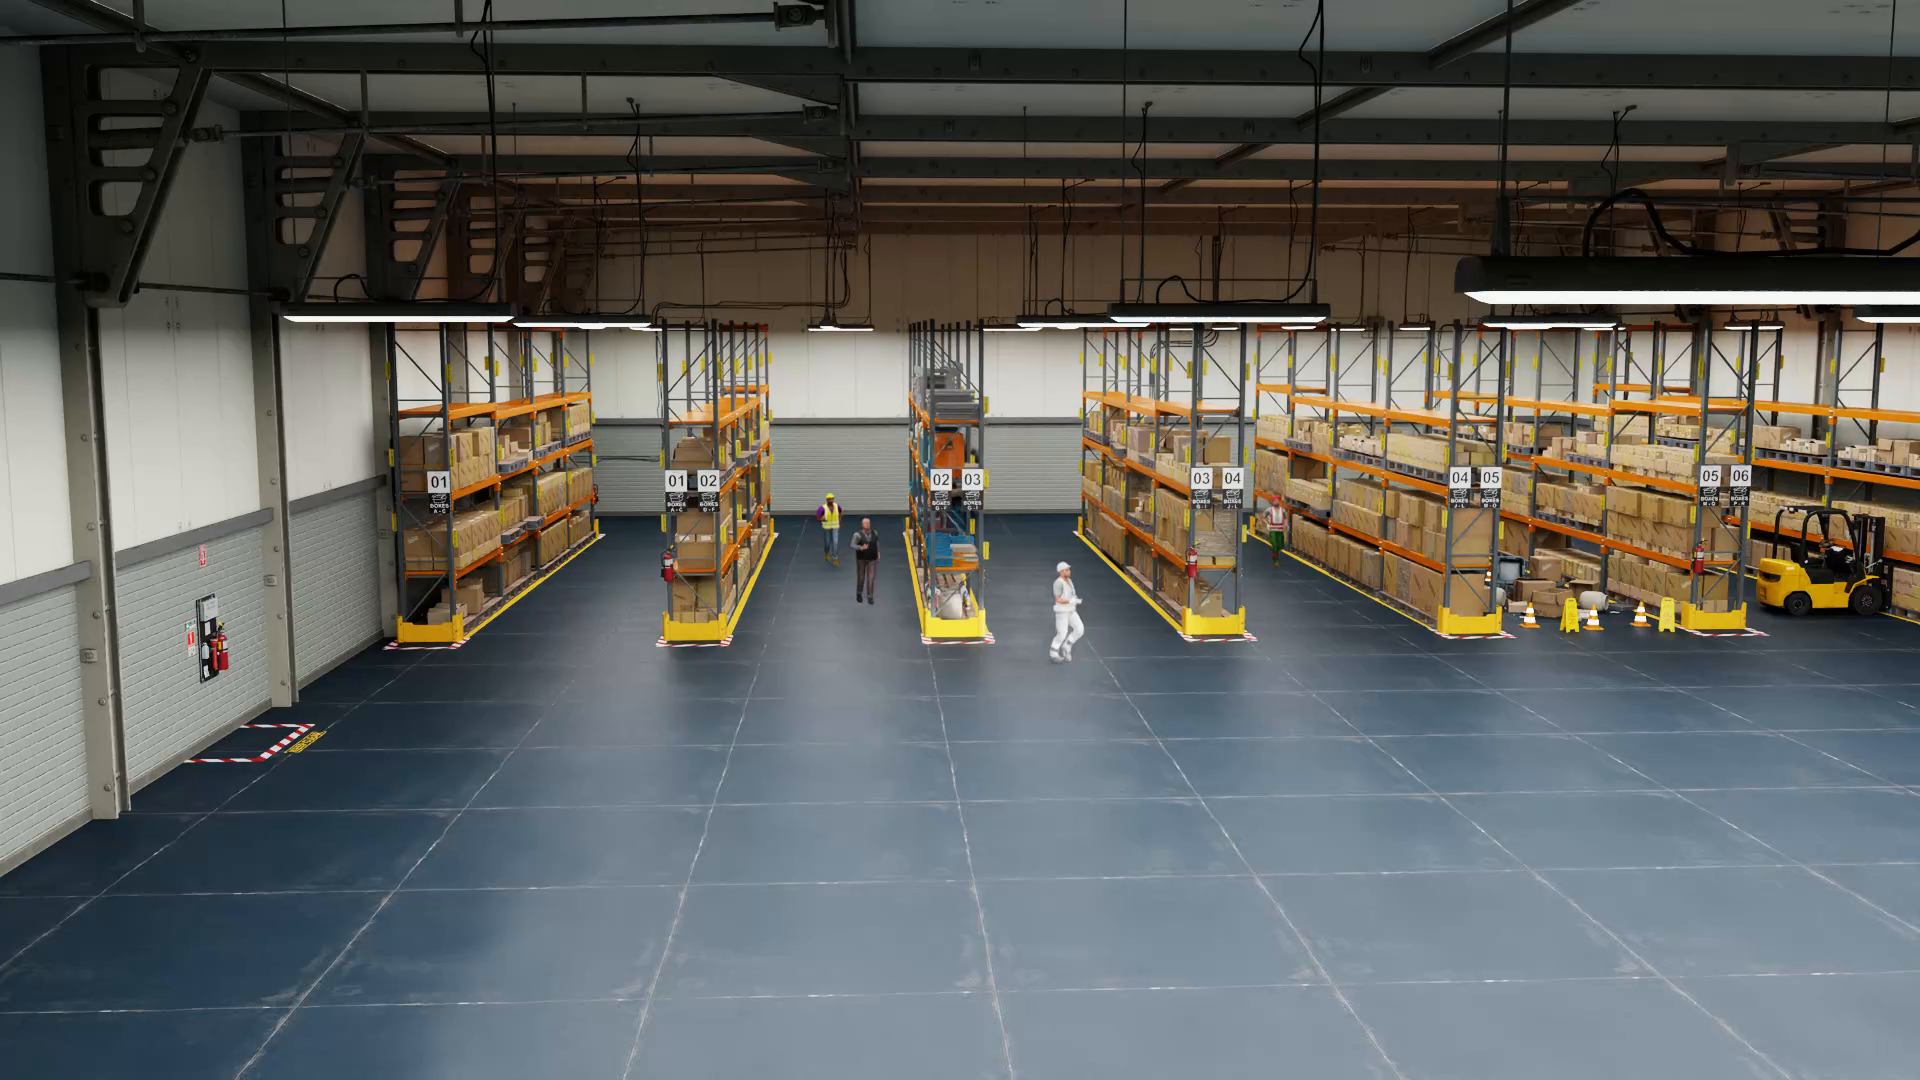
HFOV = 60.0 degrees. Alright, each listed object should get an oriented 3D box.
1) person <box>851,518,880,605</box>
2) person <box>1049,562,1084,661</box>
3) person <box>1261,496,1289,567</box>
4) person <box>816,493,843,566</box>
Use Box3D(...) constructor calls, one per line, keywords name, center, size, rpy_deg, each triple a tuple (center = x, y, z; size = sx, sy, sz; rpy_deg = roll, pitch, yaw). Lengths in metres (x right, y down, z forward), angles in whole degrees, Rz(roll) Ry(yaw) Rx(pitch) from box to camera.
Box3D(name="person", center=(-1.894, 0.435, 33.604), size=(0.659, 1.760, 0.855), rpy_deg=(-2, 7, -17))
Box3D(name="person", center=(1.871, 1.258, 28.985), size=(0.662, 1.753, 0.639), rpy_deg=(5, 9, 37))
Box3D(name="person", center=(7.818, -0.232, 41.290), size=(0.655, 1.754, 0.706), rpy_deg=(-1, 7, -4))
Box3D(name="person", center=(-3.230, -0.280, 41.340), size=(0.699, 1.769, 0.985), rpy_deg=(-2, 7, -13))
